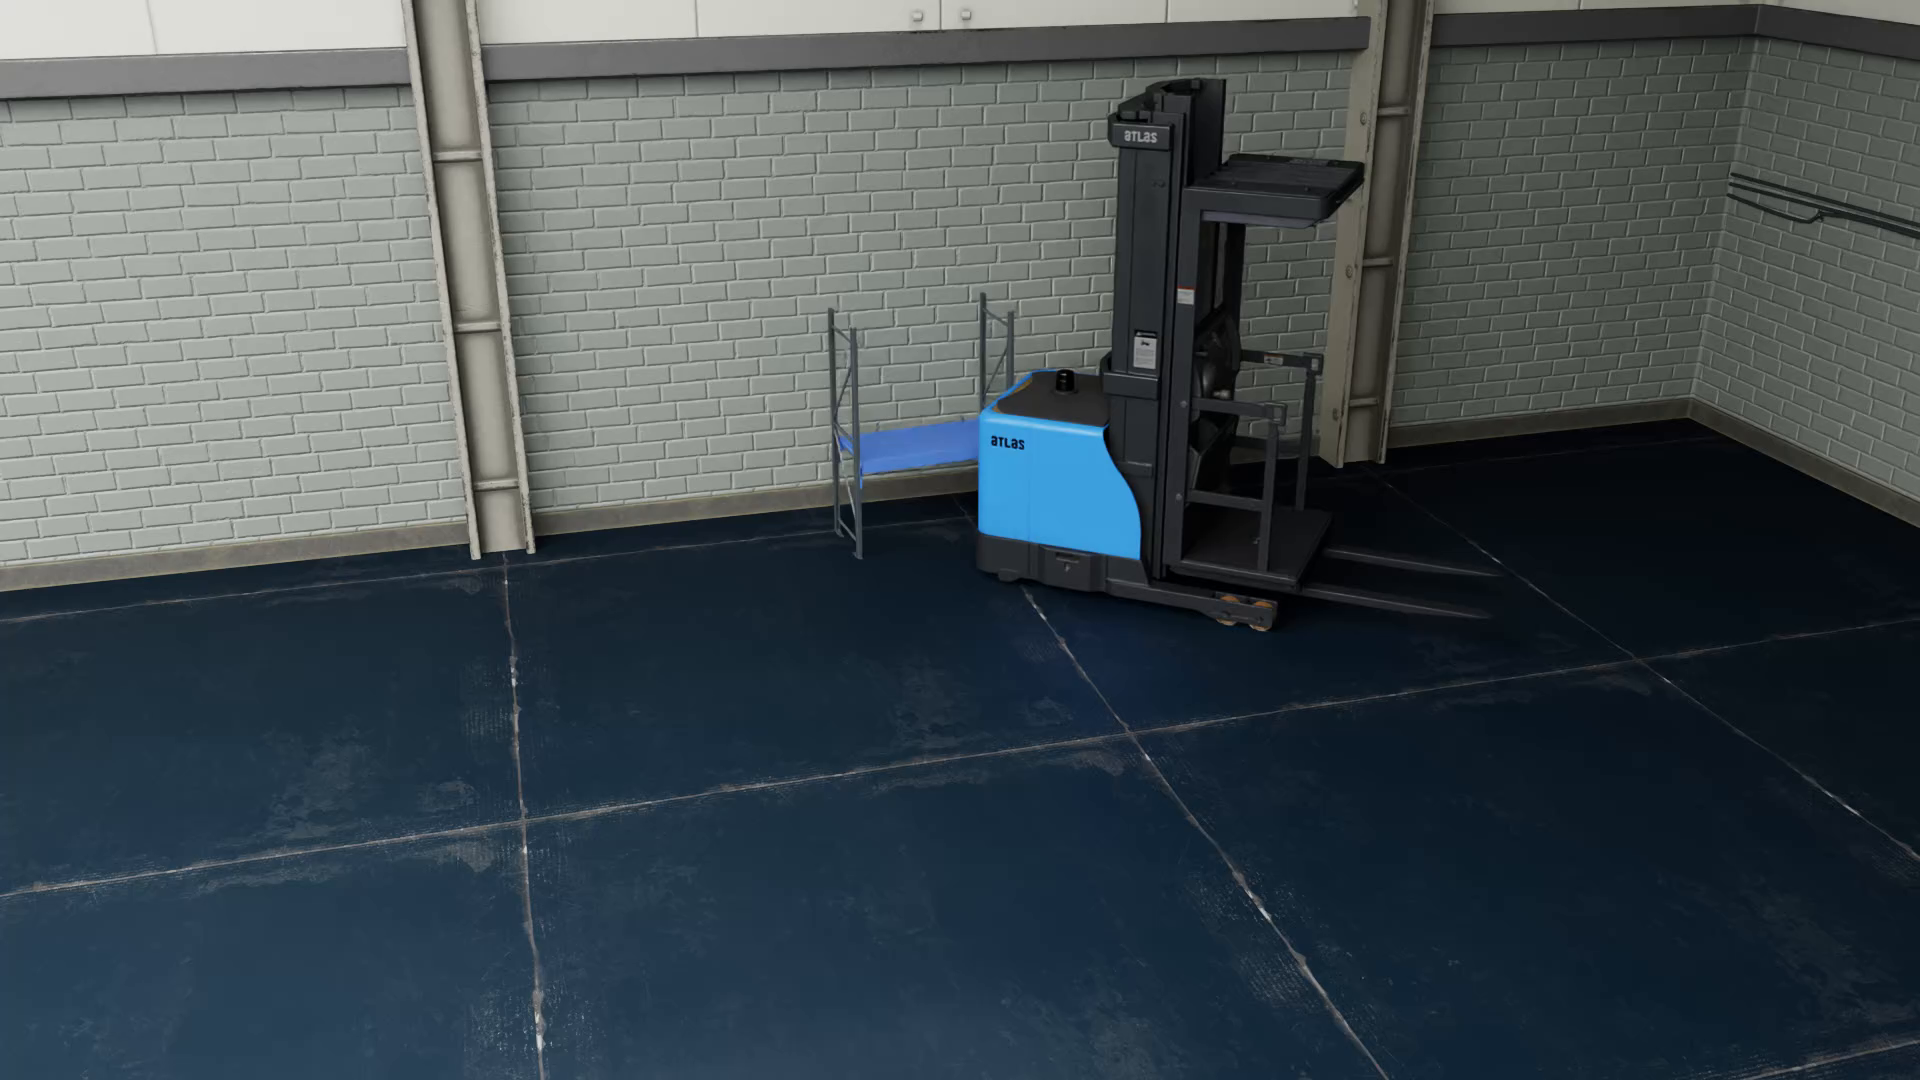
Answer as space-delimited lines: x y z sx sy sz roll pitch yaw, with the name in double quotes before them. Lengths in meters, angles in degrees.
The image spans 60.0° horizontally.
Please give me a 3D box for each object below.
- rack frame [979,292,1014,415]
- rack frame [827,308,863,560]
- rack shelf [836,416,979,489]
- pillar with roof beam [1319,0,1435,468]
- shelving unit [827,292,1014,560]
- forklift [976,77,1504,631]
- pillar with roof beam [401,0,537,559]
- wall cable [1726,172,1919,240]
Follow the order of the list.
"rack frame" 0.230 -0.803 10.720 0.032 1.500 0.500 -9 25 -19
"rack frame" -0.717 -0.658 10.381 0.032 1.500 0.500 -9 25 -19
"rack shelf" -0.243 -0.565 10.621 1.000 0.185 0.538 -9 25 -19
"pillar with roof beam" 4.017 -3.096 6.554 0.400 9.000 9.100 -6 24 -14
"shelving unit" -0.243 -0.730 10.550 1.048 1.500 0.538 -9 25 -19
"forklift" 1.663 -1.063 9.511 3.031 2.935 1.130 9 25 21
"pillar with roof beam" -1.760 -2.457 5.065 0.400 9.000 9.100 -6 24 -14
"wall cable" 6.048 -3.116 10.537 0.112 2.526 3.097 -6 24 -14
